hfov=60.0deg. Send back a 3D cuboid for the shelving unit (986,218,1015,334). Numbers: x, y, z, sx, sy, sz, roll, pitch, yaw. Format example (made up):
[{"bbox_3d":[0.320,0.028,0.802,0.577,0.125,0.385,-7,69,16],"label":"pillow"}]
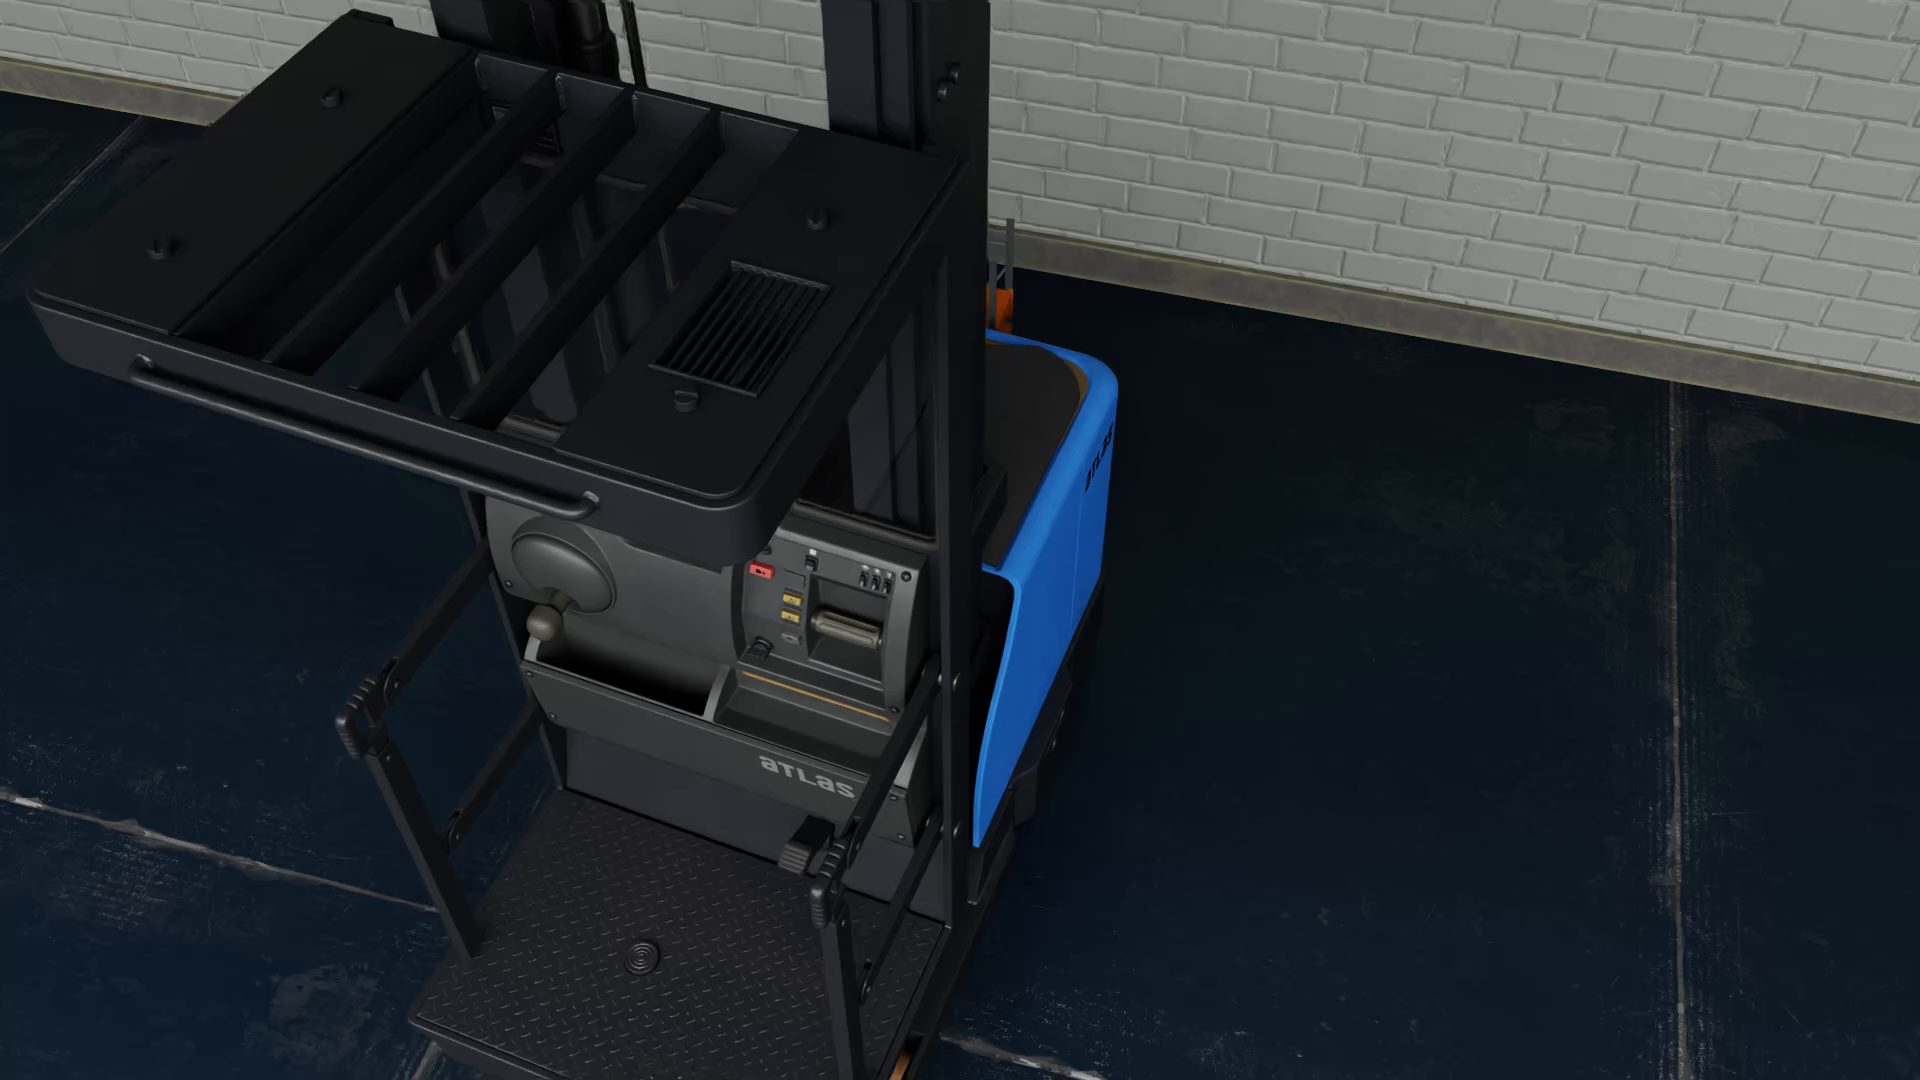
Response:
[{"bbox_3d":[0.004,-0.407,4.809,0.258,1.200,0.189,12,50,10],"label":"shelving unit"}]

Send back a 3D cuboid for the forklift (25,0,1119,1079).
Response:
[{"bbox_3d":[-0.595,0.182,3.135,1.130,2.935,3.031,17,51,14],"label":"forklift"}]

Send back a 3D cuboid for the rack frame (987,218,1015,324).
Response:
[{"bbox_3d":[0.028,-0.474,4.868,0.240,1.200,0.006,12,50,10],"label":"rack frame"}]

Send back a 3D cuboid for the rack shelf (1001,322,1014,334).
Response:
[{"bbox_3d":[0.004,-0.537,4.663,0.258,0.103,0.180,12,50,10],"label":"rack shelf"}]

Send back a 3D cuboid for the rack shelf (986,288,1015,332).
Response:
[{"bbox_3d":[0.004,-0.616,4.573,0.258,0.103,0.180,12,50,10],"label":"rack shelf"}]

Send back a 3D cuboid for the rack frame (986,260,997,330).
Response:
[{"bbox_3d":[-0.020,-0.341,4.751,0.240,1.200,0.006,12,50,10],"label":"rack frame"}]
